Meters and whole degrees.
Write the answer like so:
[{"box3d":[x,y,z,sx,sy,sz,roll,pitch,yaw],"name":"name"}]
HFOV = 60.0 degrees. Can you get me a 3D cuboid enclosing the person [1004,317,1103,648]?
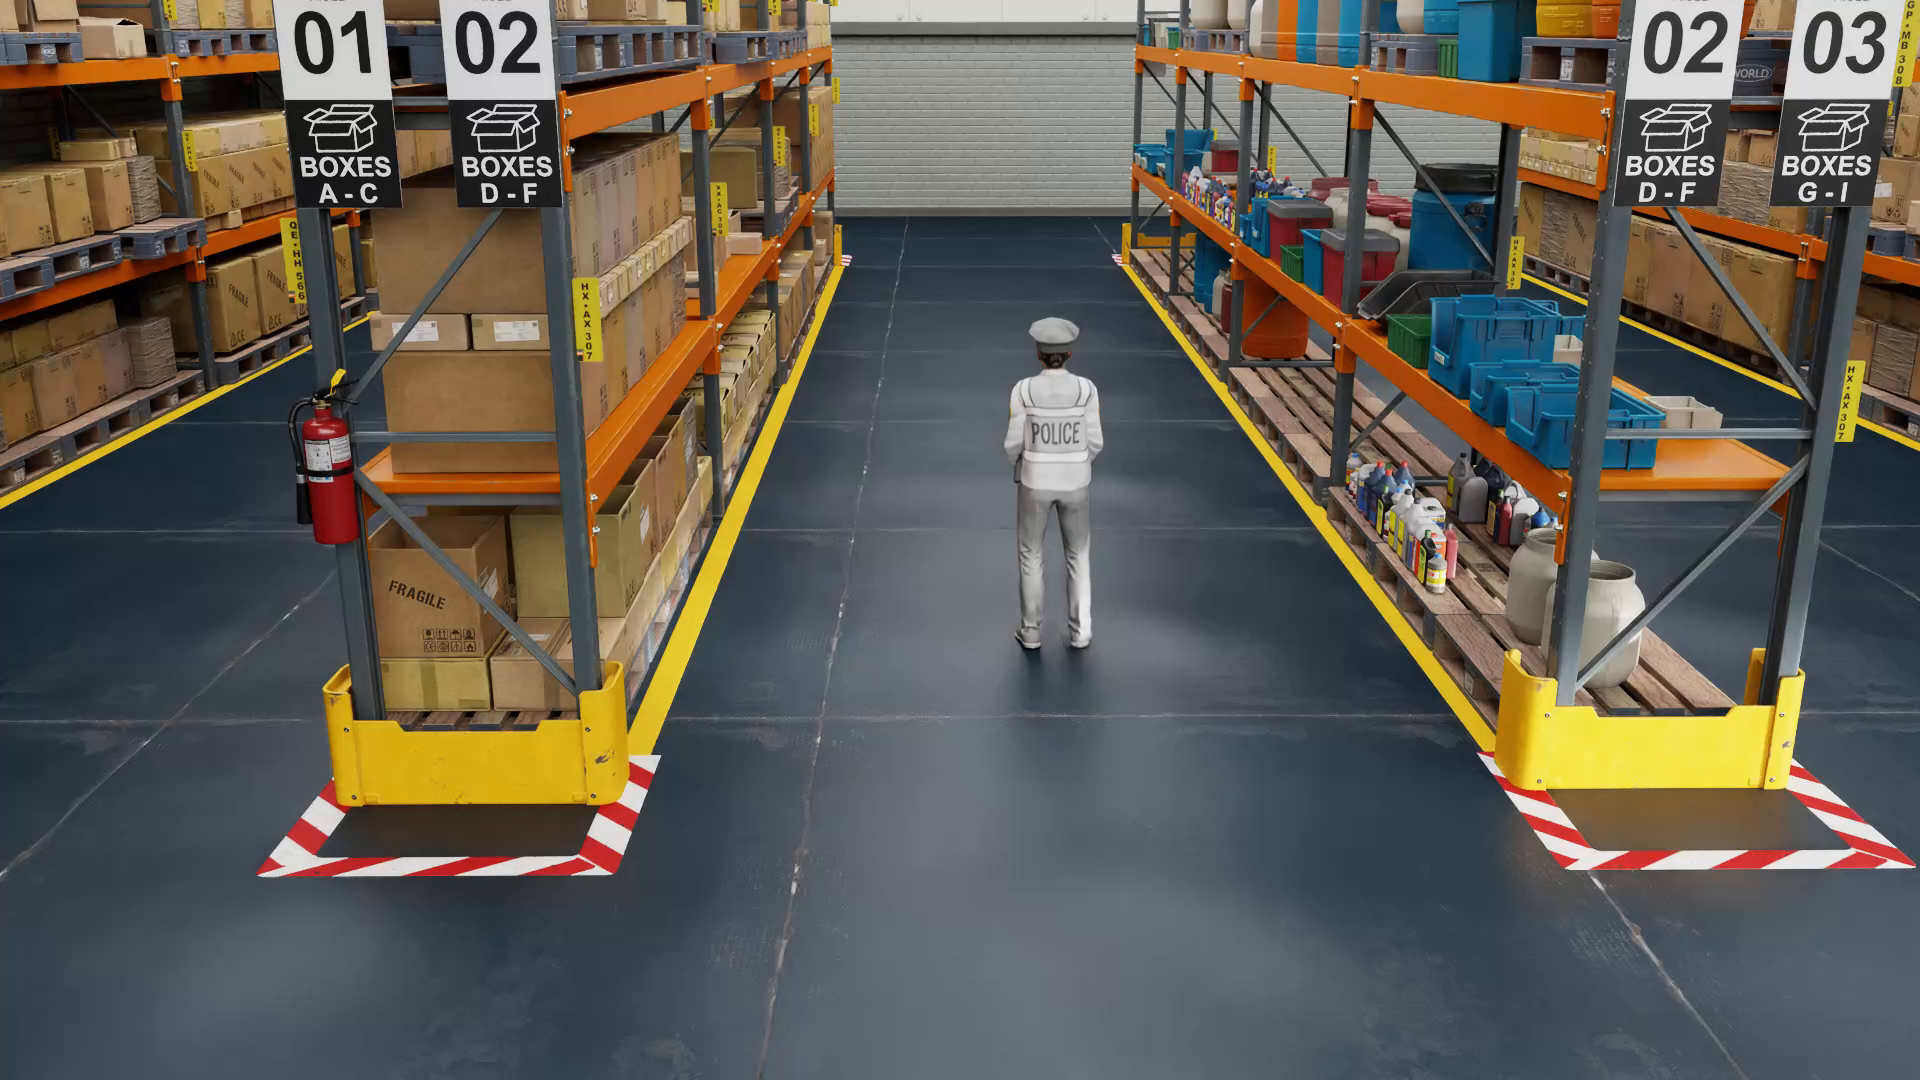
[{"box3d":[0.465,-0.283,8.411,0.497,1.687,0.439,-1,17,-2],"name":"person"}]
